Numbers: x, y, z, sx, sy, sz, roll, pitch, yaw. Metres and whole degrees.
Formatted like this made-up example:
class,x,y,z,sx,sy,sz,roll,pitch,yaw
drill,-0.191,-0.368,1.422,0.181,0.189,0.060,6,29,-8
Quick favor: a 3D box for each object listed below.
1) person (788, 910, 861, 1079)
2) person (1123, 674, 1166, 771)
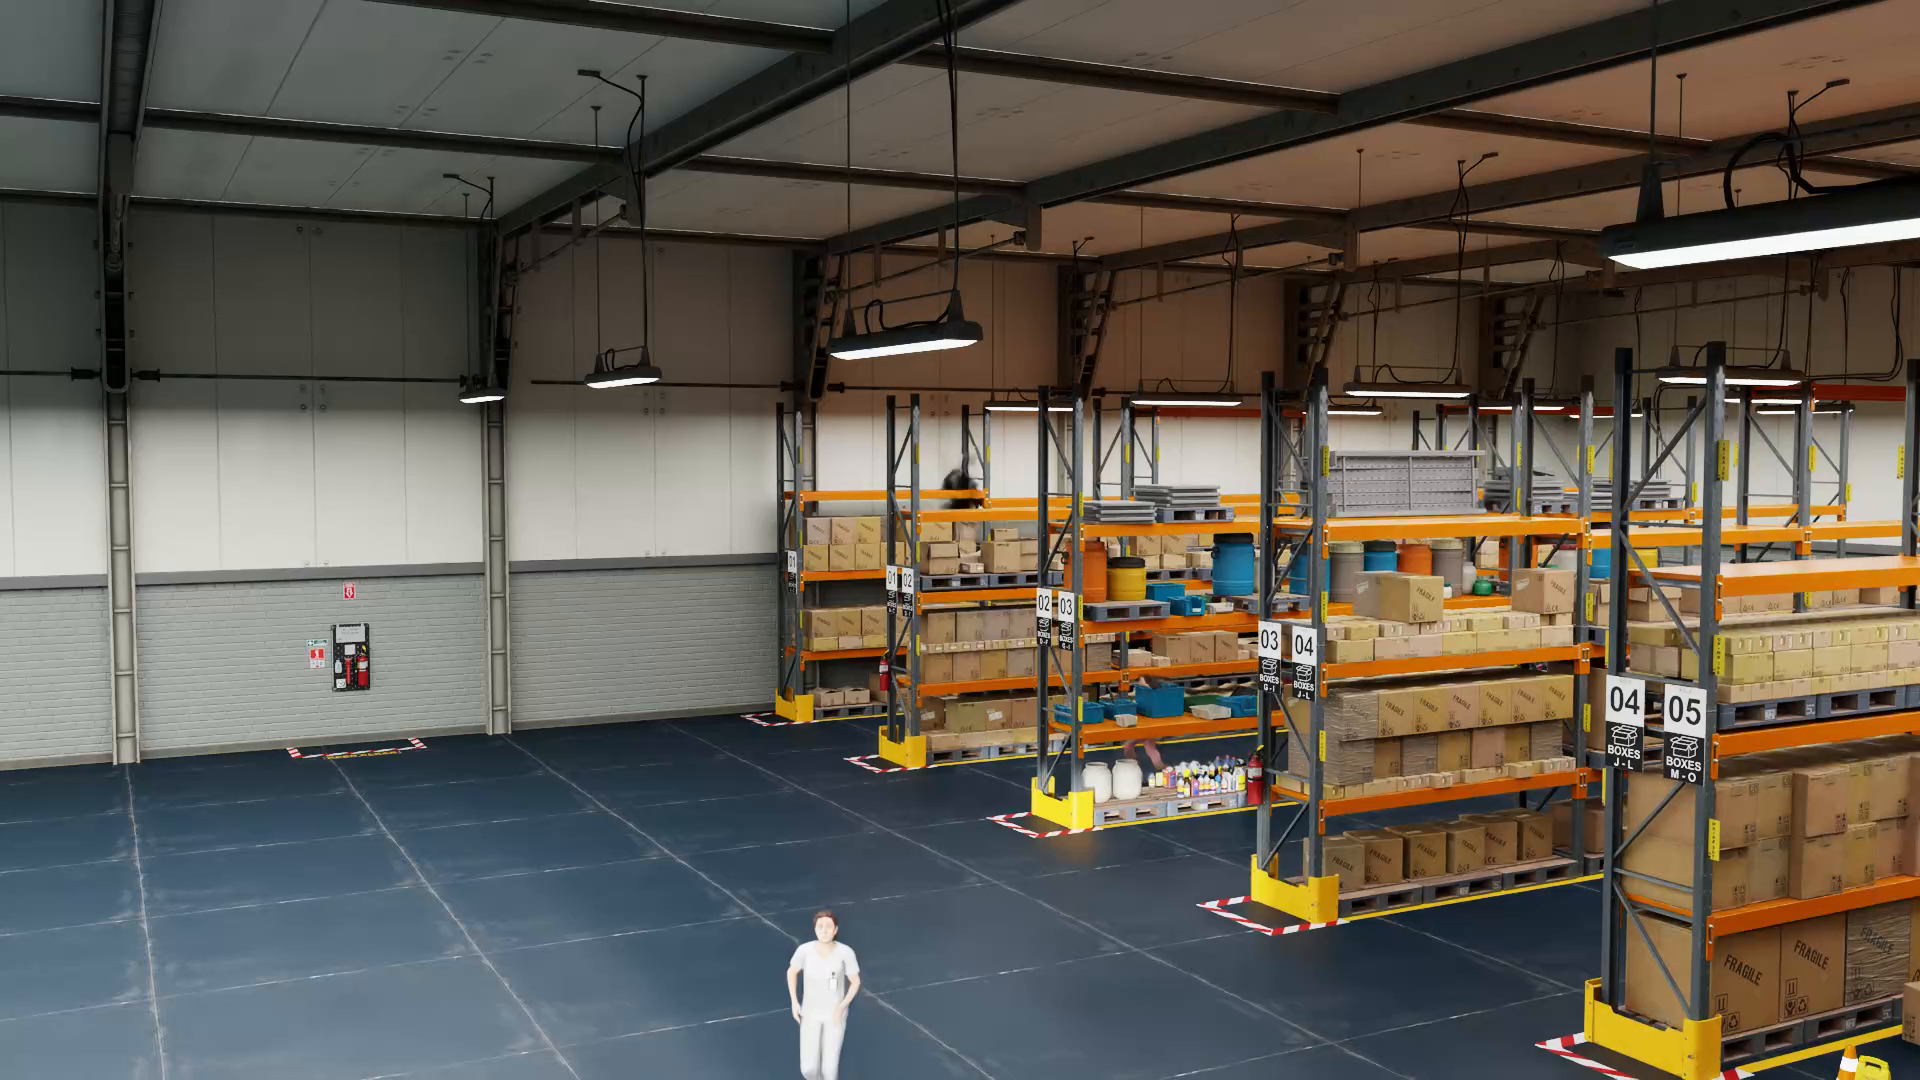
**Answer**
class,x,y,z,sx,sy,sz,roll,pitch,yaw
person,-1.044,3.629,12.675,0.569,1.633,0.512,0,3,2
person,2.822,2.893,25.304,0.754,1.725,0.549,-2,4,-31
